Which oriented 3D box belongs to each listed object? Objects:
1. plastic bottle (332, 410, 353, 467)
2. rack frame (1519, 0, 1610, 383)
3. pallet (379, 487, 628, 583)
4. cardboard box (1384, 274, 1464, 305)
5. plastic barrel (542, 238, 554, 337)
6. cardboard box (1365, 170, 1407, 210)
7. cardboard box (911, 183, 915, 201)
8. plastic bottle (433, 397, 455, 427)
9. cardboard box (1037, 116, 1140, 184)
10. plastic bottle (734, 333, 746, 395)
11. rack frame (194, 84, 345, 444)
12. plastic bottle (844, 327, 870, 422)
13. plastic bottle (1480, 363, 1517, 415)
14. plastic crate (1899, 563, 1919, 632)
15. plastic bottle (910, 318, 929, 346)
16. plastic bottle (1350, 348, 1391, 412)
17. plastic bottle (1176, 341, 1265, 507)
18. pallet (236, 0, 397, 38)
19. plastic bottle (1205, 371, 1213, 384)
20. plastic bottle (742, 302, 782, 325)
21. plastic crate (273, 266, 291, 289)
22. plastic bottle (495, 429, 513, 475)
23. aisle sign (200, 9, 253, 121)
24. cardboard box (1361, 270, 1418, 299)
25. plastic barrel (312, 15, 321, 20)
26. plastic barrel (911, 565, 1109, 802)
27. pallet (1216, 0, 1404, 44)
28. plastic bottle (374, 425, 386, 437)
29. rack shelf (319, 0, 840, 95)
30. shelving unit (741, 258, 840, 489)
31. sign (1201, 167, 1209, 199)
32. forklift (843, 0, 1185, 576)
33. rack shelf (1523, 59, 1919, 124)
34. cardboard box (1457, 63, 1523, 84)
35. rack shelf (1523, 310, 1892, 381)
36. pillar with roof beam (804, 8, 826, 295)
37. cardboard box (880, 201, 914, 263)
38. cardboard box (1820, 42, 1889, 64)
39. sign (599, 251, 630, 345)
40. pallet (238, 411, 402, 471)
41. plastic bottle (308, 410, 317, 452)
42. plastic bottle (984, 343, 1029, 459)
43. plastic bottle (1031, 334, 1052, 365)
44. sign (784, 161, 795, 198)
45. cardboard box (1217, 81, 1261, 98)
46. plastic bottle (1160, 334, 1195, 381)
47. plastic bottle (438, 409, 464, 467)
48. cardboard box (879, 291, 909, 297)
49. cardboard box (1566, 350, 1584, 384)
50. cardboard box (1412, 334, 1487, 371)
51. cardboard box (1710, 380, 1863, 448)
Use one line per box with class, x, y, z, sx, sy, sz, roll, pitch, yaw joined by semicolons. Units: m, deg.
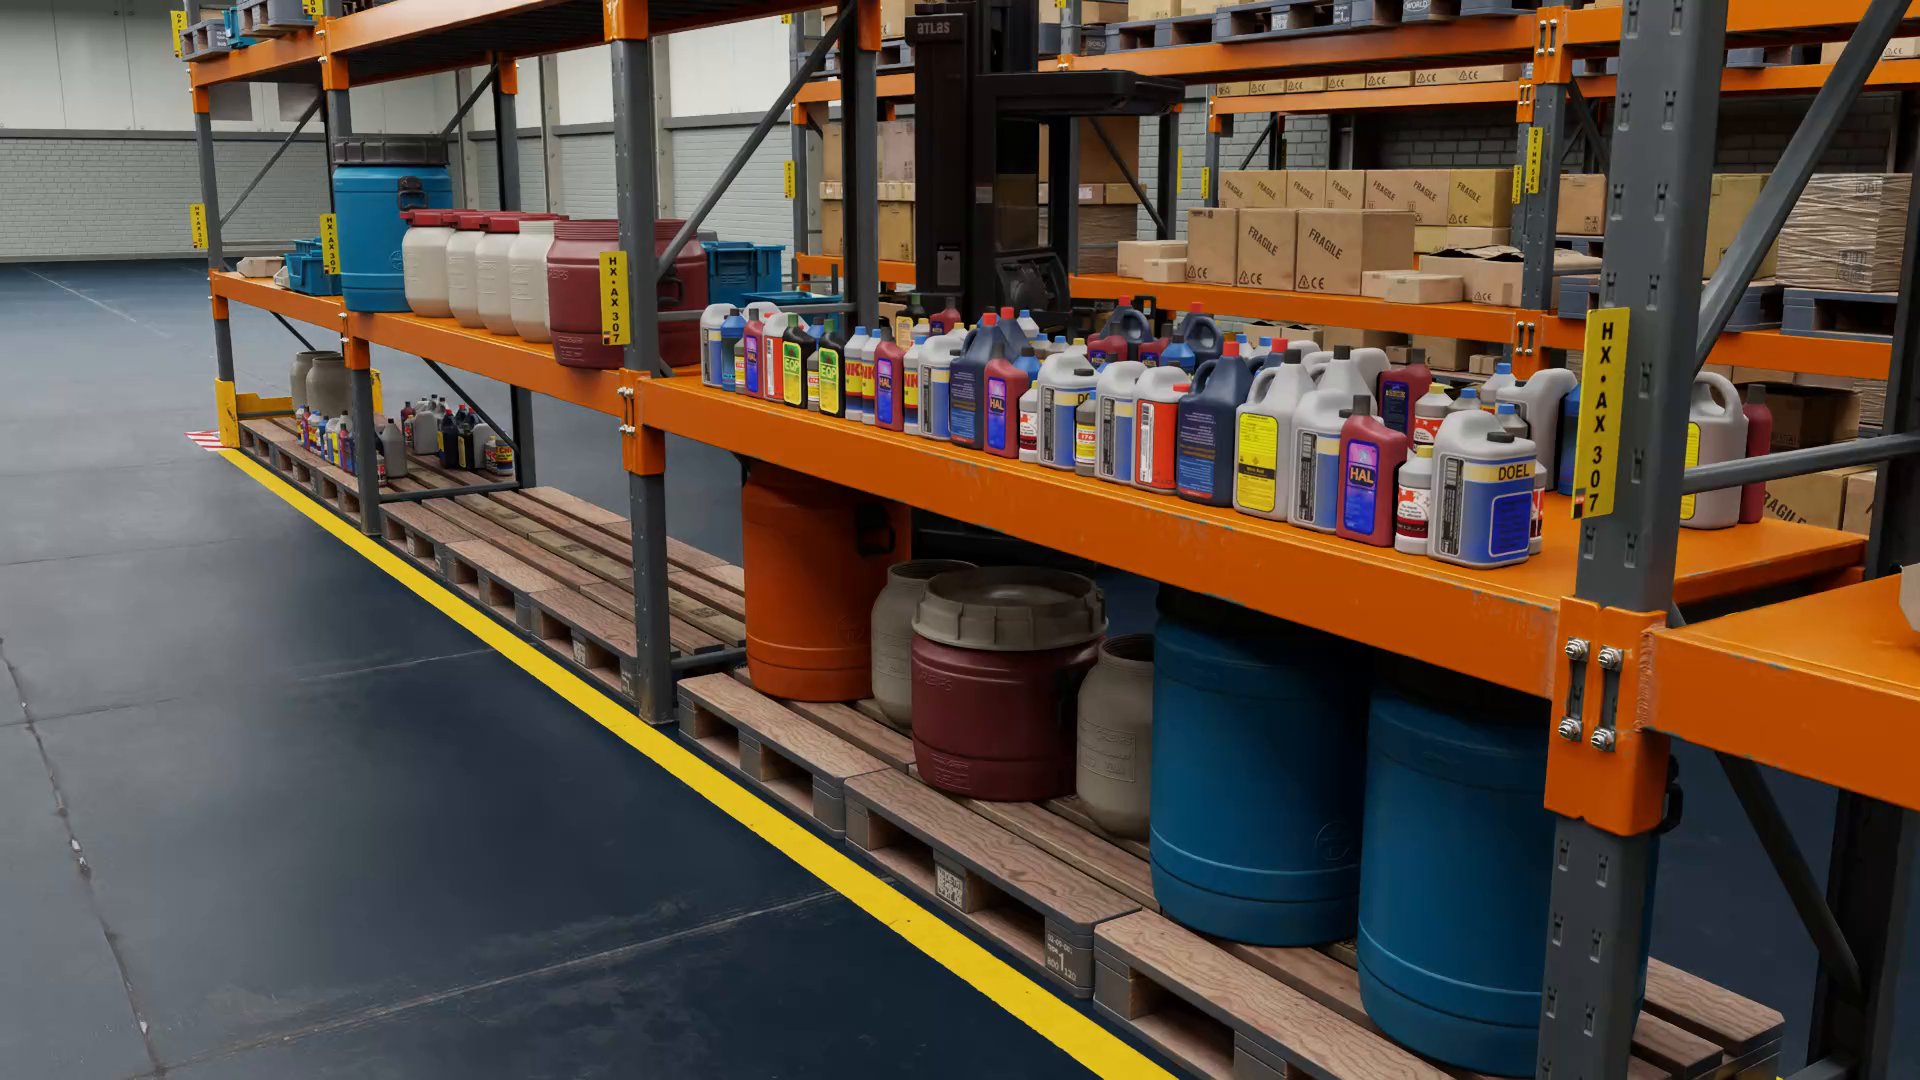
plastic bottle;-3.858;-0.641;10.445;0.144;0.351;0.185;-8;15;-33
rack frame;3.366;-1.423;8.847;1.000;3.000;0.127;-8;15;-33
pallet;-2.509;-0.051;9.102;1.003;0.211;1.213;-8;15;-33
cardboard box;2.638;-1.427;9.456;0.380;0.149;0.250;-8;15;-33
plastic barrel;-1.508;-1.050;6.878;0.421;0.512;0.421;0;12;0
cardboard box;4.201;-3.251;15.753;0.500;0.500;0.500;-9;15;-34
cardboard box;-0.177;-2.843;13.587;0.380;0.149;0.250;-8;15;-32
plastic bottle;-3.418;-0.771;11.038;0.144;0.351;0.185;-8;15;-33
cardboard box;0.899;-2.895;12.308;0.700;0.500;0.500;-8;15;-32
plastic bottle;-0.694;-0.584;5.475;0.097;0.201;0.097;0;12;0
rack frame;-5.192;-2.260;12.675;1.000;3.000;0.127;-8;15;-33
plastic bottle;-0.290;-0.488;4.874;0.097;0.271;0.097;0;12;0
plastic bottle;1.273;-0.279;3.919;0.097;0.271;0.097;0;12;0
plastic crate;1.595;0.073;2.482;0.396;0.136;0.243;-8;15;-33
plastic bottle;-0.132;-0.696;5.989;0.097;0.201;0.097;0;12;0
plastic bottle;1.004;-0.357;4.265;0.152;0.276;0.135;-8;15;-33
plastic bottle;0.572;-0.259;3.642;0.144;0.351;0.185;-8;15;-33
pallet;-3.457;-3.039;9.656;1.213;0.211;1.003;-8;15;-33
plastic bottle;0.581;-0.268;3.865;0.097;0.271;0.097;0;12;0
plastic bottle;-0.663;-0.679;5.738;0.152;0.276;0.135;-8;15;-33
plastic crate;-4.086;-1.679;10.634;0.530;0.136;0.437;-8;15;-33
plastic bottle;-2.788;-0.539;10.163;0.097;0.271;0.097;0;12;0
aisle sign;-5.476;-3.508;12.297;0.394;0.787;0.004;-8;15;-33
cardboard box;2.612;-1.520;9.881;0.380;0.149;0.250;-7;14;-29
plastic barrel;-4.455;-3.835;11.431;0.600;0.588;0.600;0;12;0
plastic barrel;0.151;0.421;5.075;0.600;0.588;0.708;-8;15;-33
pallet;2.293;-3.105;9.958;1.003;0.211;1.213;-7;14;-30
plastic bottle;-3.570;-0.570;10.291;0.152;0.276;0.135;-8;15;-33
rack shelf;-1.868;-2.307;7.552;1.077;0.370;4.000;-8;15;-33
shelving unit;-1.049;-0.937;10.133;0.431;1.500;0.755;-6;14;-24
sign;2.604;-3.791;17.651;0.100;0.325;0.005;-8;15;-33
forklift;0.575;-1.377;8.798;3.031;2.935;1.130;5;13;23
rack shelf;6.380;-3.480;12.914;1.077;0.370;4.000;-8;15;-33
cardboard box;4.784;-4.306;14.730;0.500;0.500;0.500;-8;14;-31
rack shelf;4.474;-0.716;7.297;1.077;0.370;4.000;-8;15;-33
pillar with roof beam;-6.069;-7.966;24.725;9.100;9.000;0.400;-8;15;-33
cardboard box;-0.253;-2.628;14.124;0.700;0.500;0.500;-8;15;-32
cardboard box;6.847;-3.777;12.302;0.797;0.503;0.637;-6;14;-25
sign;-1.214;-0.851;5.848;0.100;0.325;0.005;-8;15;-33
pallet;-4.665;-0.745;12.273;1.003;0.211;1.213;-8;15;-33
plastic bottle;-4.257;-0.722;10.998;0.097;0.271;0.097;0;12;0
plastic bottle;0.118;-0.356;4.243;0.061;0.283;0.133;-8;15;-33
plastic bottle;0.266;-0.568;5.405;0.097;0.201;0.097;0;12;0
sign;-1.532;-3.243;14.957;0.100;0.325;0.005;-8;15;-33
cardboard box;3.032;-4.868;17.297;0.500;0.500;0.500;-8;14;-31
plastic bottle;0.606;-0.438;4.643;0.097;0.271;0.097;0;12;0
plastic bottle;-3.198;-0.645;10.461;0.144;0.351;0.185;-8;15;-33
cardboard box;-0.522;-2.014;15.247;0.500;0.500;0.500;-8;15;-33
cardboard box;5.693;-1.586;14.415;0.700;0.500;0.500;-8;14;-31
cardboard box;4.663;-1.895;15.827;0.500;0.500;0.500;-9;16;-37
cardboard box;4.114;-0.635;8.310;0.500;0.250;0.500;-7;14;-31
